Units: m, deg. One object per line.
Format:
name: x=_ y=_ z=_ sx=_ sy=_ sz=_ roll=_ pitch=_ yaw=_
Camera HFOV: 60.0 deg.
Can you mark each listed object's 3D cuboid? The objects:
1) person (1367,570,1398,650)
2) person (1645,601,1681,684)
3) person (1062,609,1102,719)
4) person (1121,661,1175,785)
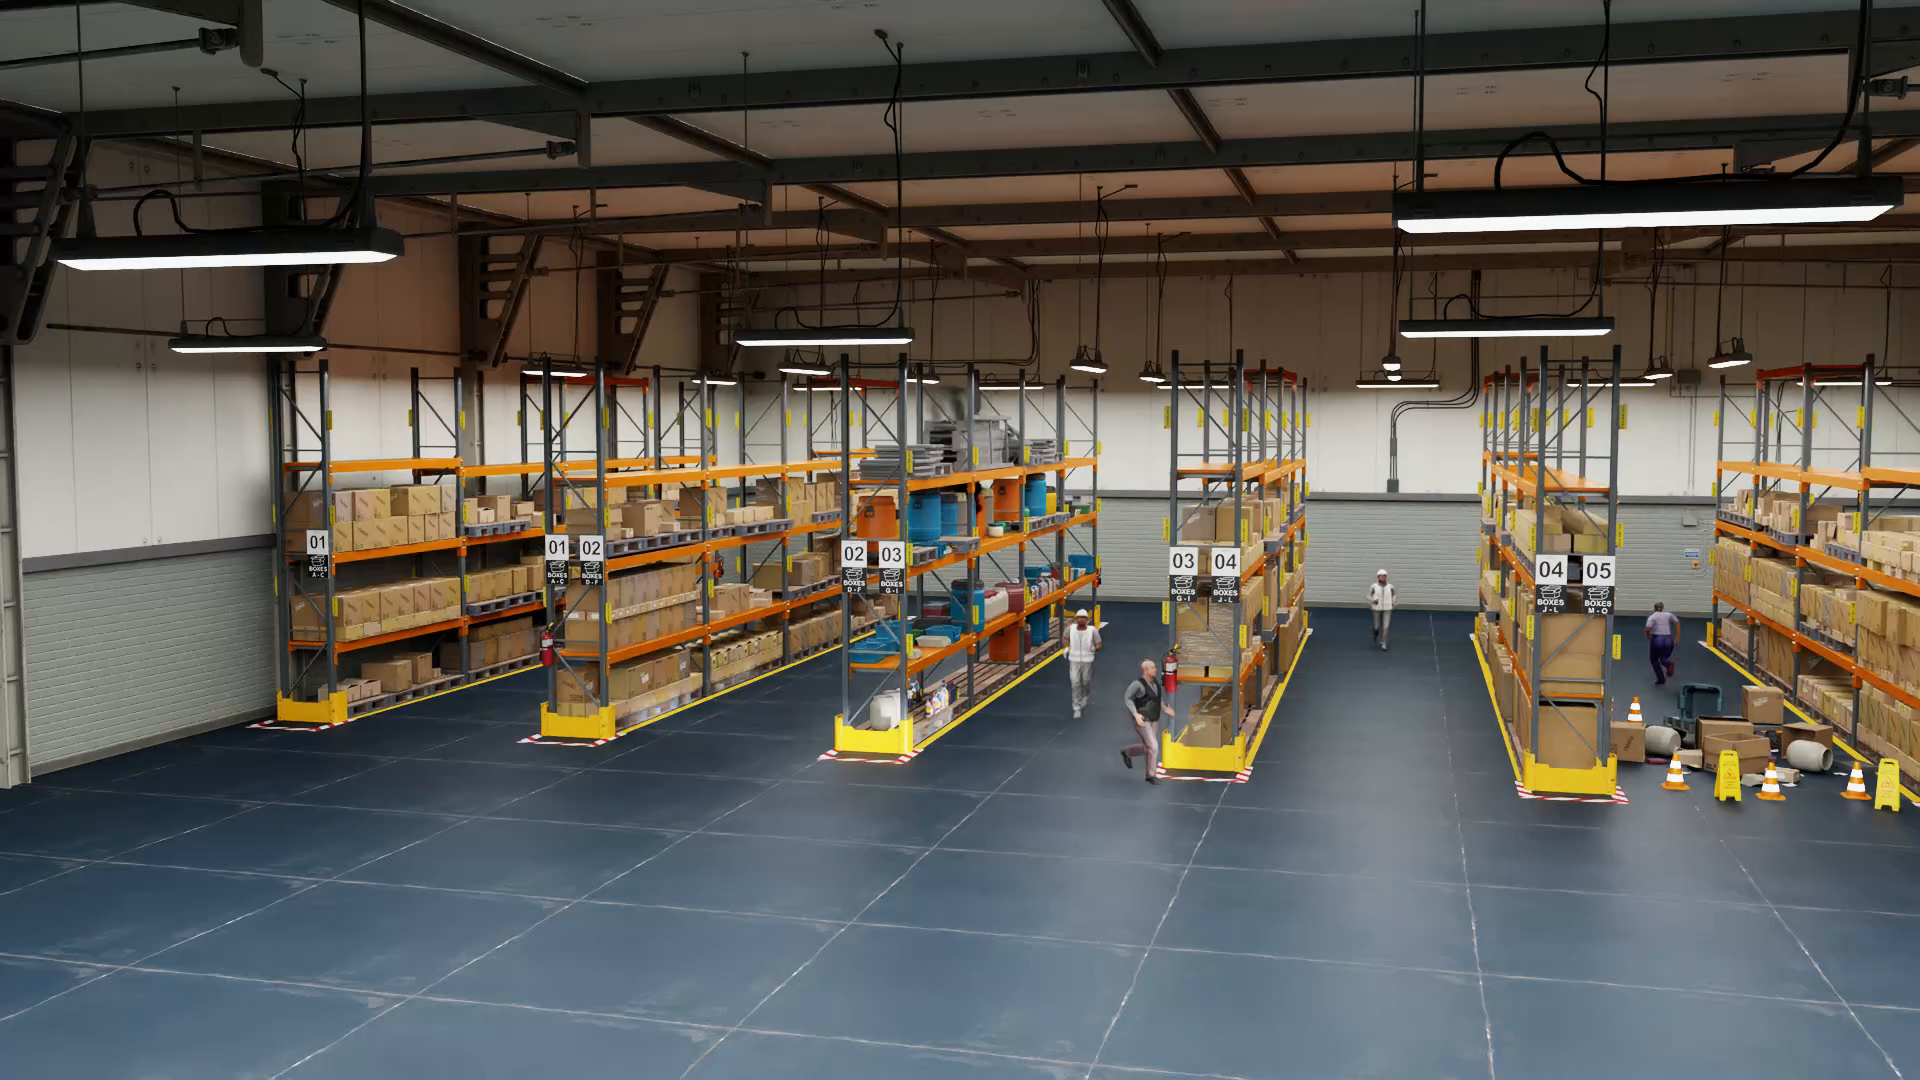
person: x=9.261 y=1.517 z=36.468 sx=0.669 sy=1.733 sz=0.760 roll=1 pitch=4 yaw=8
person: x=13.289 y=1.973 z=31.456 sx=0.641 sy=1.598 sz=0.659 roll=0 pitch=4 yaw=0
person: x=2.065 y=2.069 z=28.215 sx=0.680 sy=1.794 sz=0.990 roll=0 pitch=4 yaw=5
person: x=2.517 y=2.507 z=23.090 sx=0.824 sy=1.700 sz=0.643 roll=4 pitch=6 yaw=43
